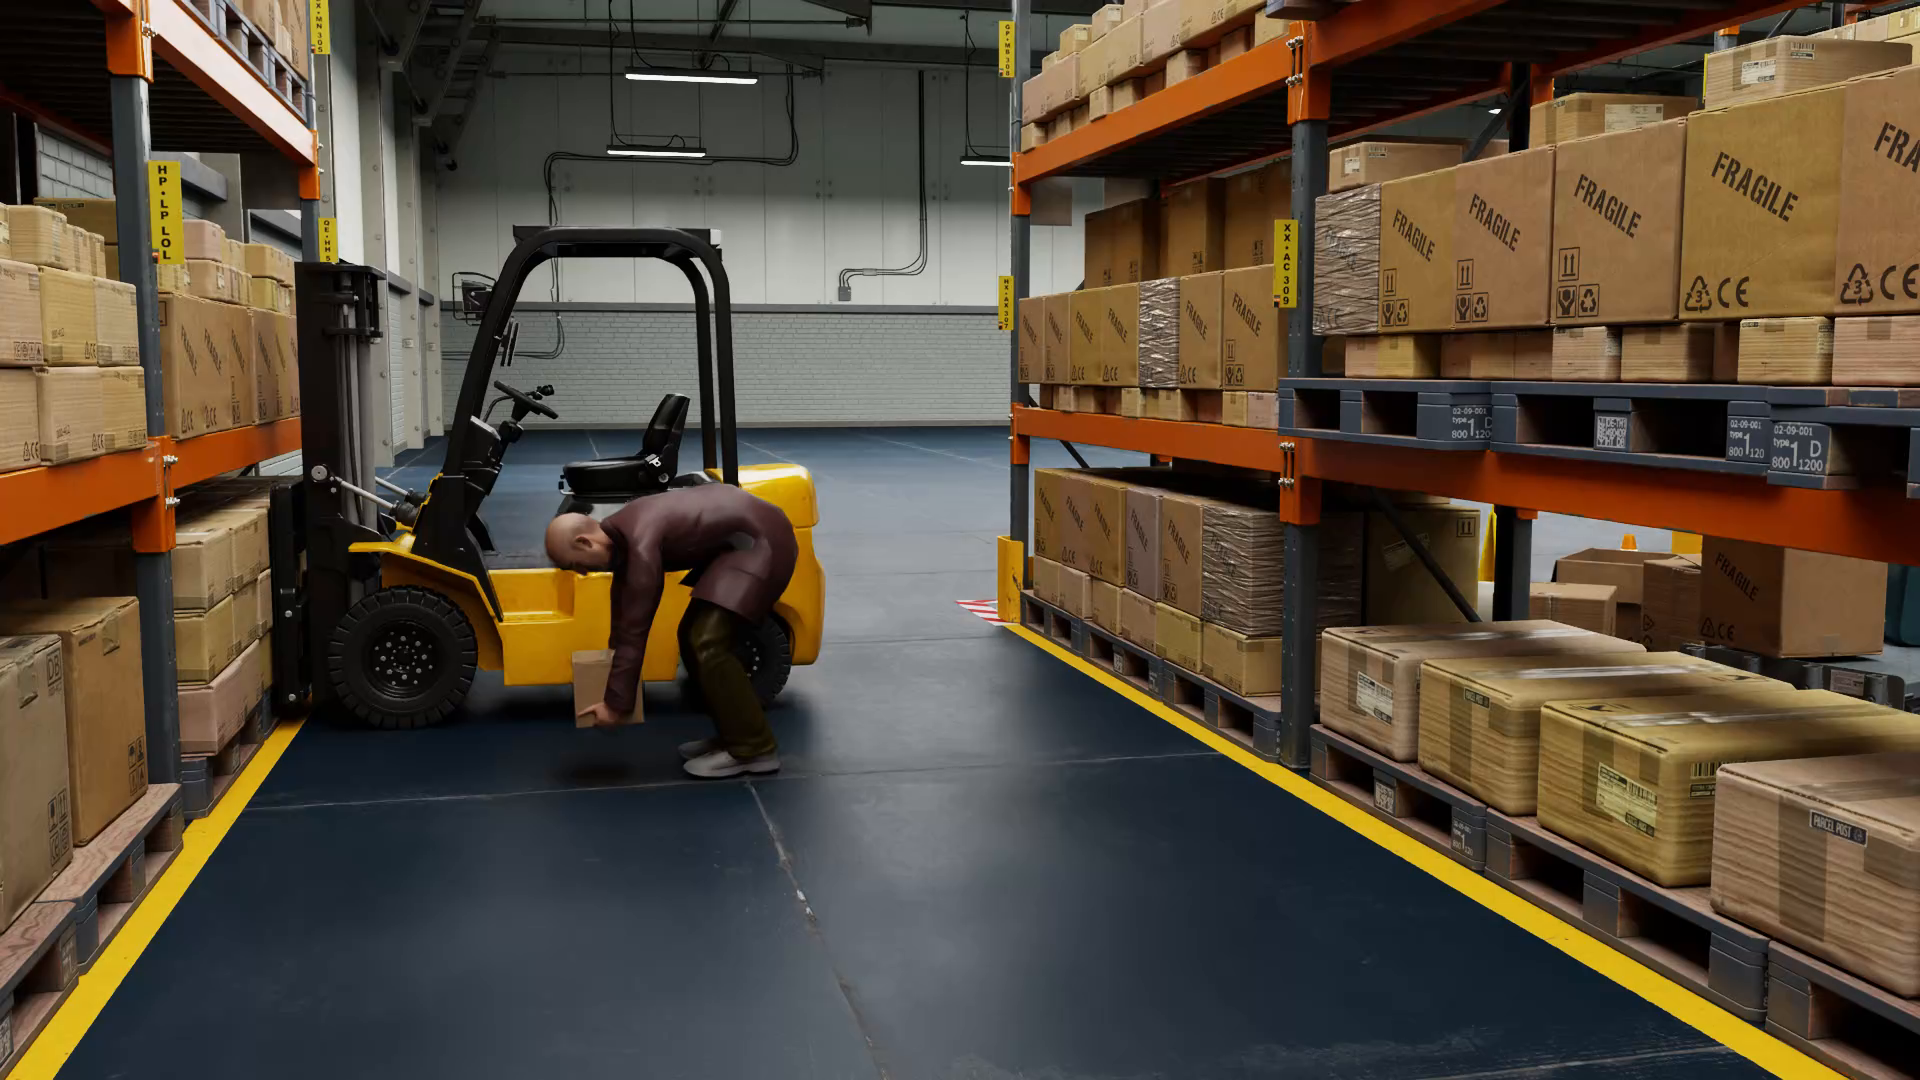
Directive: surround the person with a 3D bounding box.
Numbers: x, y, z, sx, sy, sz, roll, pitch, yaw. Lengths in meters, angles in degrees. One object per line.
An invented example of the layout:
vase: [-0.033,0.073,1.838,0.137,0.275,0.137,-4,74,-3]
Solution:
person: [-1.091,0.341,6.367,0.951,1.101,0.576,-2,6,-16]
